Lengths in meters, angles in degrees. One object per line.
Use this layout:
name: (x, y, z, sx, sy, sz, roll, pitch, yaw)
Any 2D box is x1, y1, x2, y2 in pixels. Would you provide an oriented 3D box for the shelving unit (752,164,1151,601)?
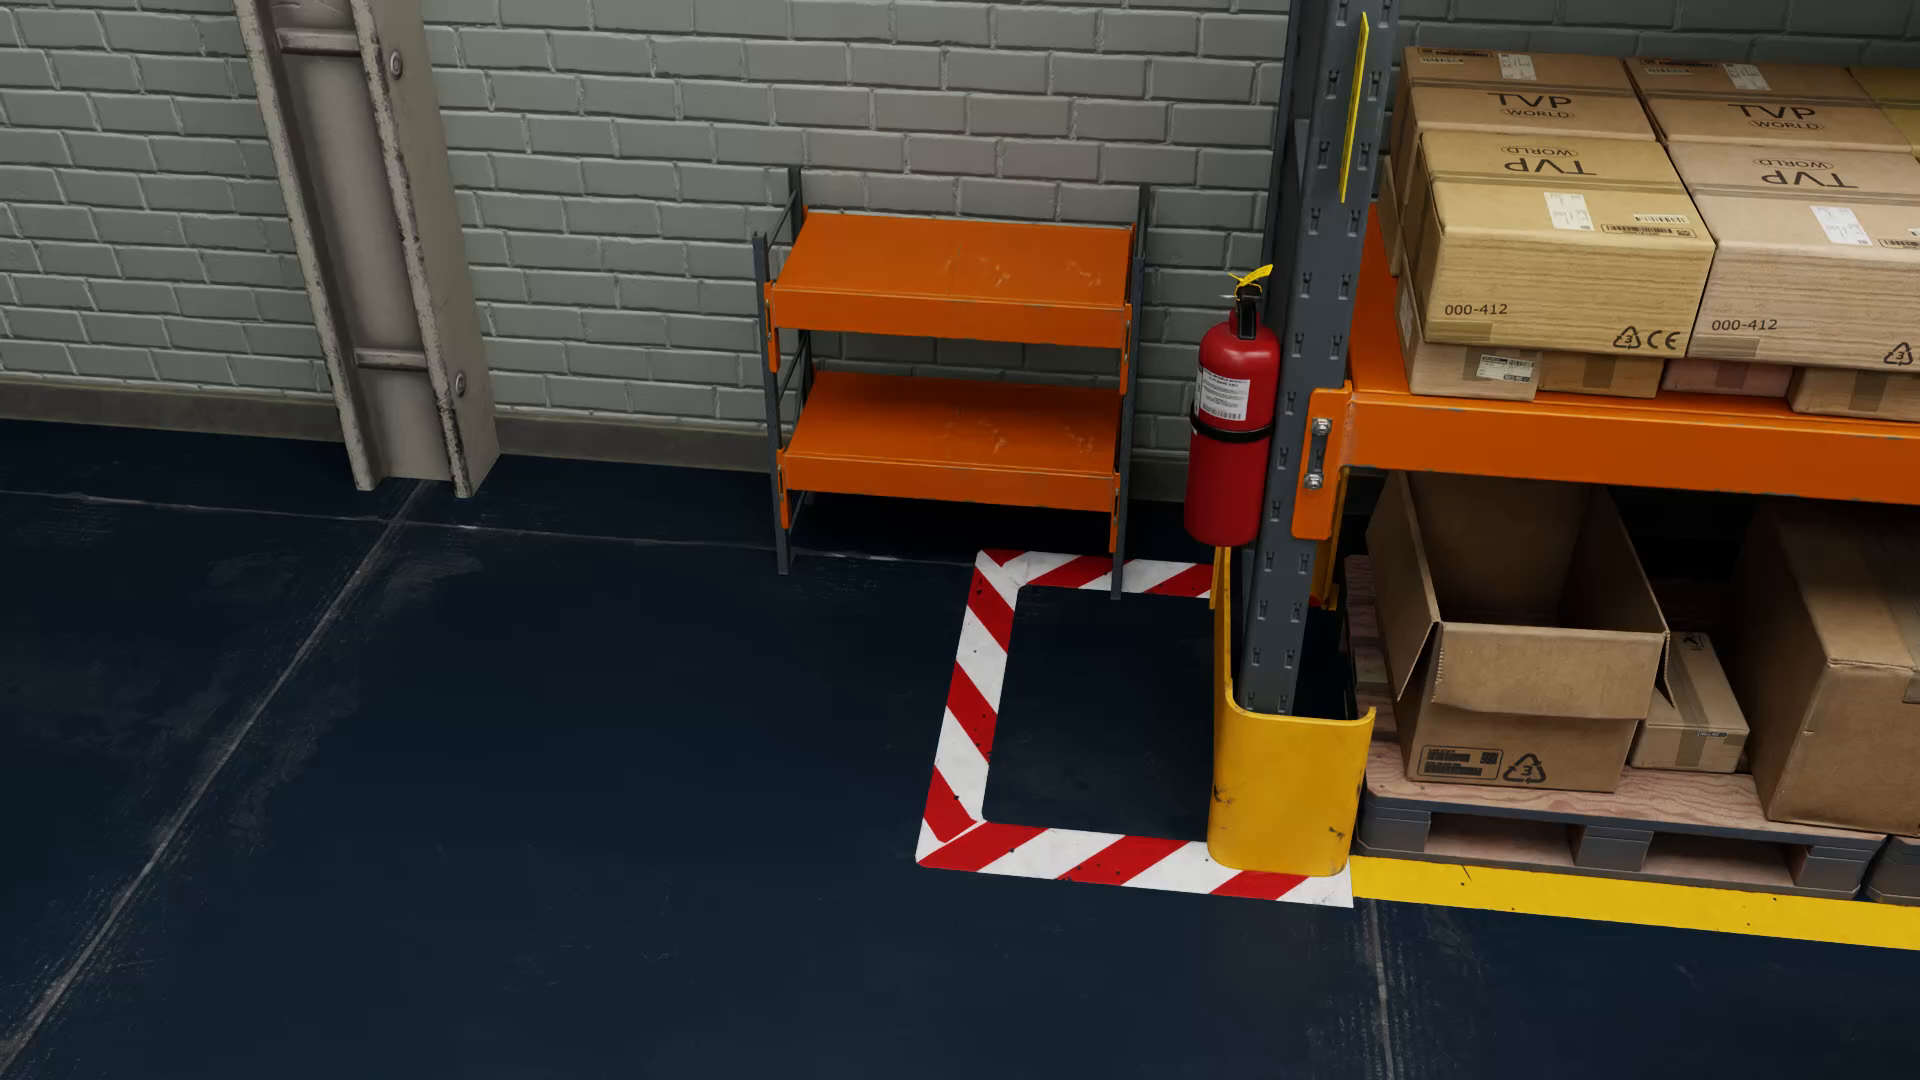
shelving unit: (-0.006, -0.458, 4.923, 1.048, 1.125, 0.538, 4, 36, 6)

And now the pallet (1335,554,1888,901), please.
pallet: (1.649, 0.457, 4.429, 1.213, 0.211, 1.003, 4, 36, 6)

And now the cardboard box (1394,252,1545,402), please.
cardboard box: (1.073, -0.458, 3.526, 0.250, 0.149, 0.380, 4, 36, 6)

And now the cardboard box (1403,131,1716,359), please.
cardboard box: (1.198, -0.614, 3.401, 0.500, 0.250, 0.500, 4, 36, 6)

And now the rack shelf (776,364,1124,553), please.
rack shelf: (-0.006, -0.259, 5.065, 1.000, 0.278, 0.538, 4, 36, 6)

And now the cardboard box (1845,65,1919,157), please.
cardboard box: (2.274, -0.843, 3.722, 0.500, 0.250, 0.500, 5, 36, 7)

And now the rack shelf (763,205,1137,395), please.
rack shelf: (-0.006, -0.696, 4.753, 1.000, 0.278, 0.538, 4, 36, 6)

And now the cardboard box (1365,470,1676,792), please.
cardboard box: (1.377, 0.203, 4.172, 0.637, 0.503, 0.797, 3, 36, 4)

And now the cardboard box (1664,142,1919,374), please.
cardboard box: (1.698, -0.577, 3.349, 0.500, 0.250, 0.500, 5, 36, 6)

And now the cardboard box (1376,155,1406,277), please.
cardboard box: (1.145, -0.770, 3.964, 0.250, 0.149, 0.380, 4, 36, 5)

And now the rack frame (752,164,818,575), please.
rack frame: (-0.511, -0.494, 4.975, 0.032, 1.125, 0.500, 4, 36, 6)

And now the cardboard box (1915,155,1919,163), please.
cardboard box: (2.201, -0.541, 3.299, 0.500, 0.250, 0.500, 4, 36, 5)

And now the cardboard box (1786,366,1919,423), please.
cardboard box: (1.840, -0.412, 3.462, 0.250, 0.149, 0.380, 5, 36, 7)

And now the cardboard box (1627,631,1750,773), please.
cardboard box: (1.793, 0.401, 4.199, 0.250, 0.149, 0.380, 3, 36, 4)

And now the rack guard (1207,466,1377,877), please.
rack guard: (0.858, 0.281, 4.427, 0.348, 0.500, 1.175, 4, 36, 6)

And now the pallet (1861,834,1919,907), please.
pallet: (2.855, 0.548, 4.300, 1.213, 0.211, 1.003, 4, 36, 6)

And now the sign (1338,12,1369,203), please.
sign: (0.713, -0.782, 3.019, 0.005, 0.325, 0.100, 4, 36, 6)

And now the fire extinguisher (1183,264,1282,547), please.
fire extinguisher: (0.578, -0.304, 3.481, 0.183, 0.674, 0.296, 4, 36, 6)

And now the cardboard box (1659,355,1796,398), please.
cardboard box: (1.597, -0.466, 3.537, 0.250, 0.149, 0.380, 4, 36, 5)

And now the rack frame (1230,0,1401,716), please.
rack frame: (0.782, -0.743, 3.708, 0.127, 3.000, 1.000, 4, 36, 6)

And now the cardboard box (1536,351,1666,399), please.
cardboard box: (1.332, -0.466, 3.537, 0.250, 0.149, 0.380, 5, 36, 7)

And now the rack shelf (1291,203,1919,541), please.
rack shelf: (2.766, -0.302, 3.710, 4.000, 0.370, 1.077, 4, 36, 6)

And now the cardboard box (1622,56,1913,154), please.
cardboard box: (1.784, -0.883, 3.778, 0.500, 0.250, 0.500, 4, 36, 6)

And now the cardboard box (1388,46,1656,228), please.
cardboard box: (1.272, -0.921, 3.832, 0.500, 0.250, 0.500, 5, 36, 7)

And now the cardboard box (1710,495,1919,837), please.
cardboard box: (2.220, 0.290, 4.052, 0.500, 0.500, 0.700, 6, 36, 8)

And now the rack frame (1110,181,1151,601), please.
rack frame: (0.498, -0.421, 4.871, 0.032, 1.125, 0.500, 4, 36, 6)
